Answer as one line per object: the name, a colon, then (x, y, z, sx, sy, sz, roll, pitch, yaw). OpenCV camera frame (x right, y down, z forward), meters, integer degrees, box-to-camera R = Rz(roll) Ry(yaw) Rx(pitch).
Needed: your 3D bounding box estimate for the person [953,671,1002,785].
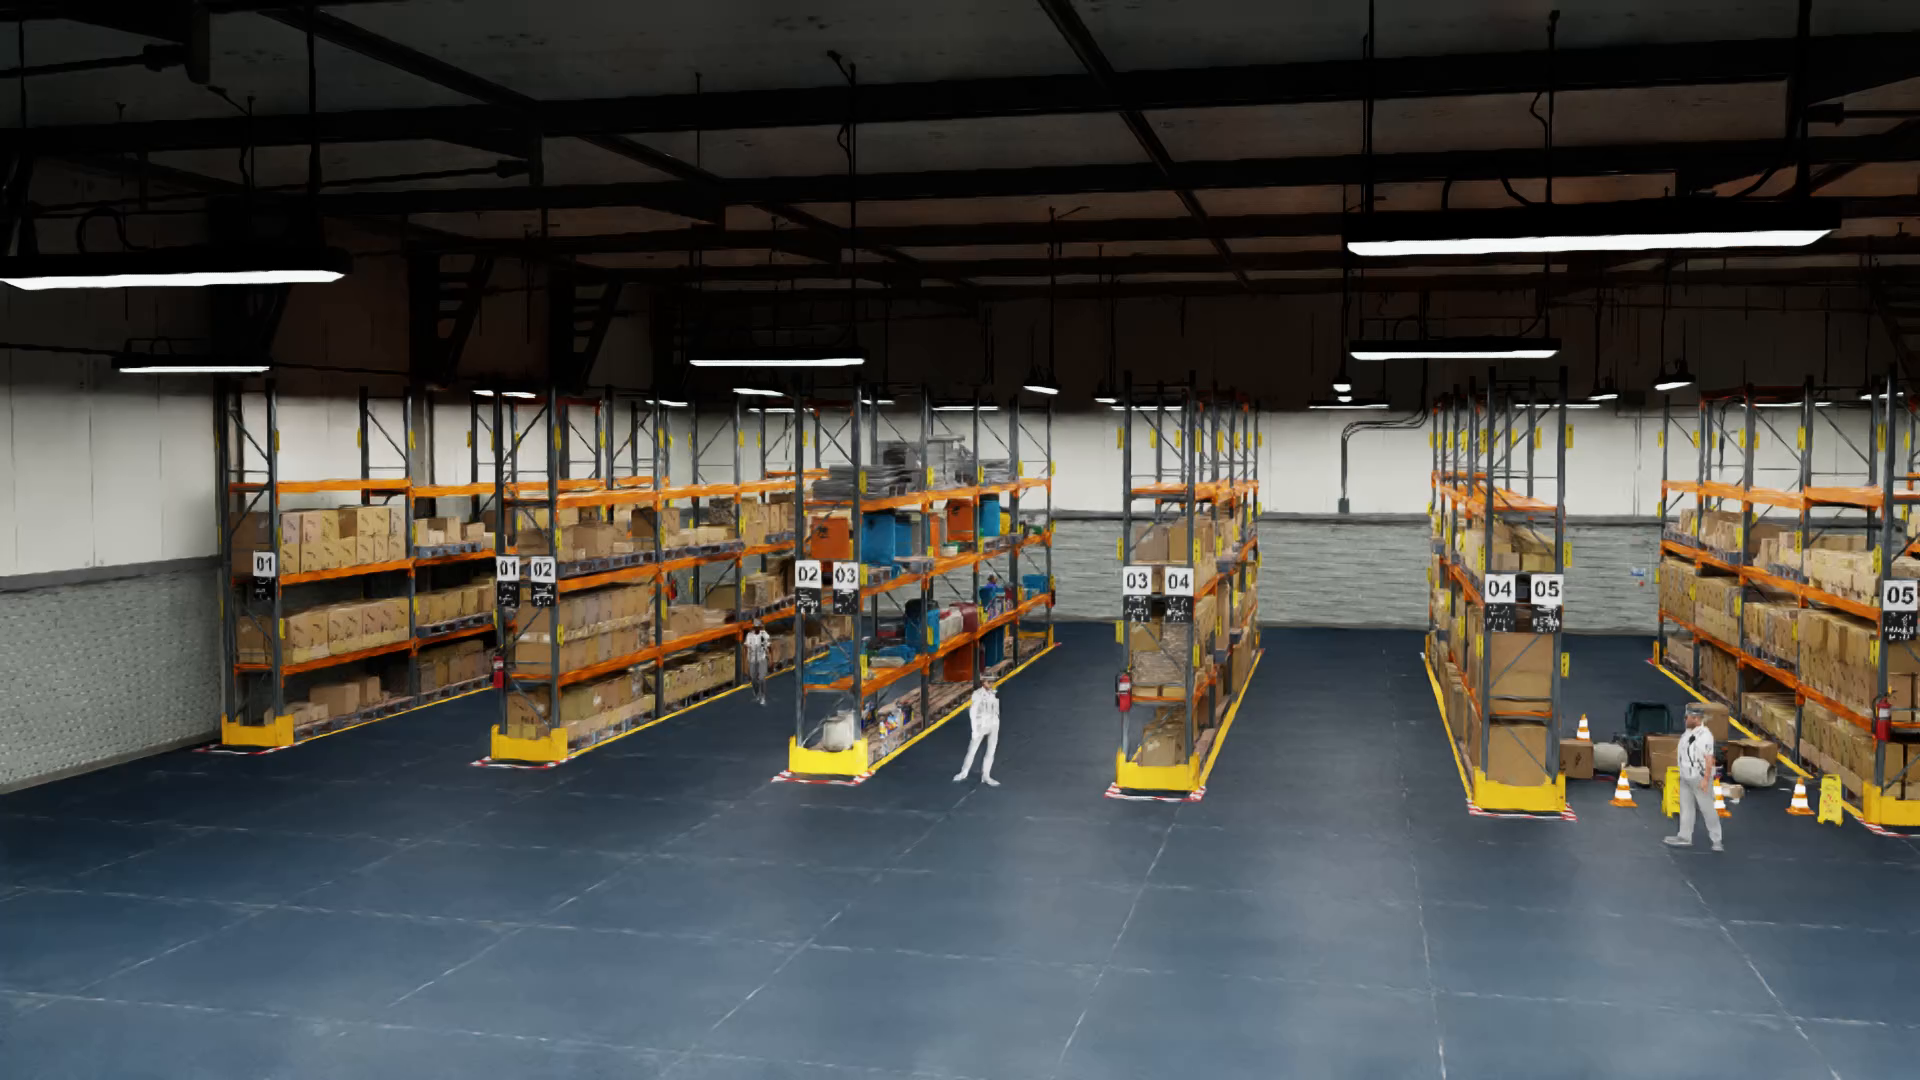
person: (0.254, 2.726, 24.167, 0.674, 1.665, 0.489, -2, 4, -30)

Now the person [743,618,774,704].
person: (-3.833, 2.278, 31.755, 0.575, 1.644, 0.659, 0, 3, 6)

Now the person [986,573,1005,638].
person: (0.828, 1.653, 41.829, 0.499, 1.654, 0.626, 3, 4, 37)

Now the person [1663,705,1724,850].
person: (9.057, 2.906, 20.421, 0.562, 1.749, 0.676, 0, 3, -6)
